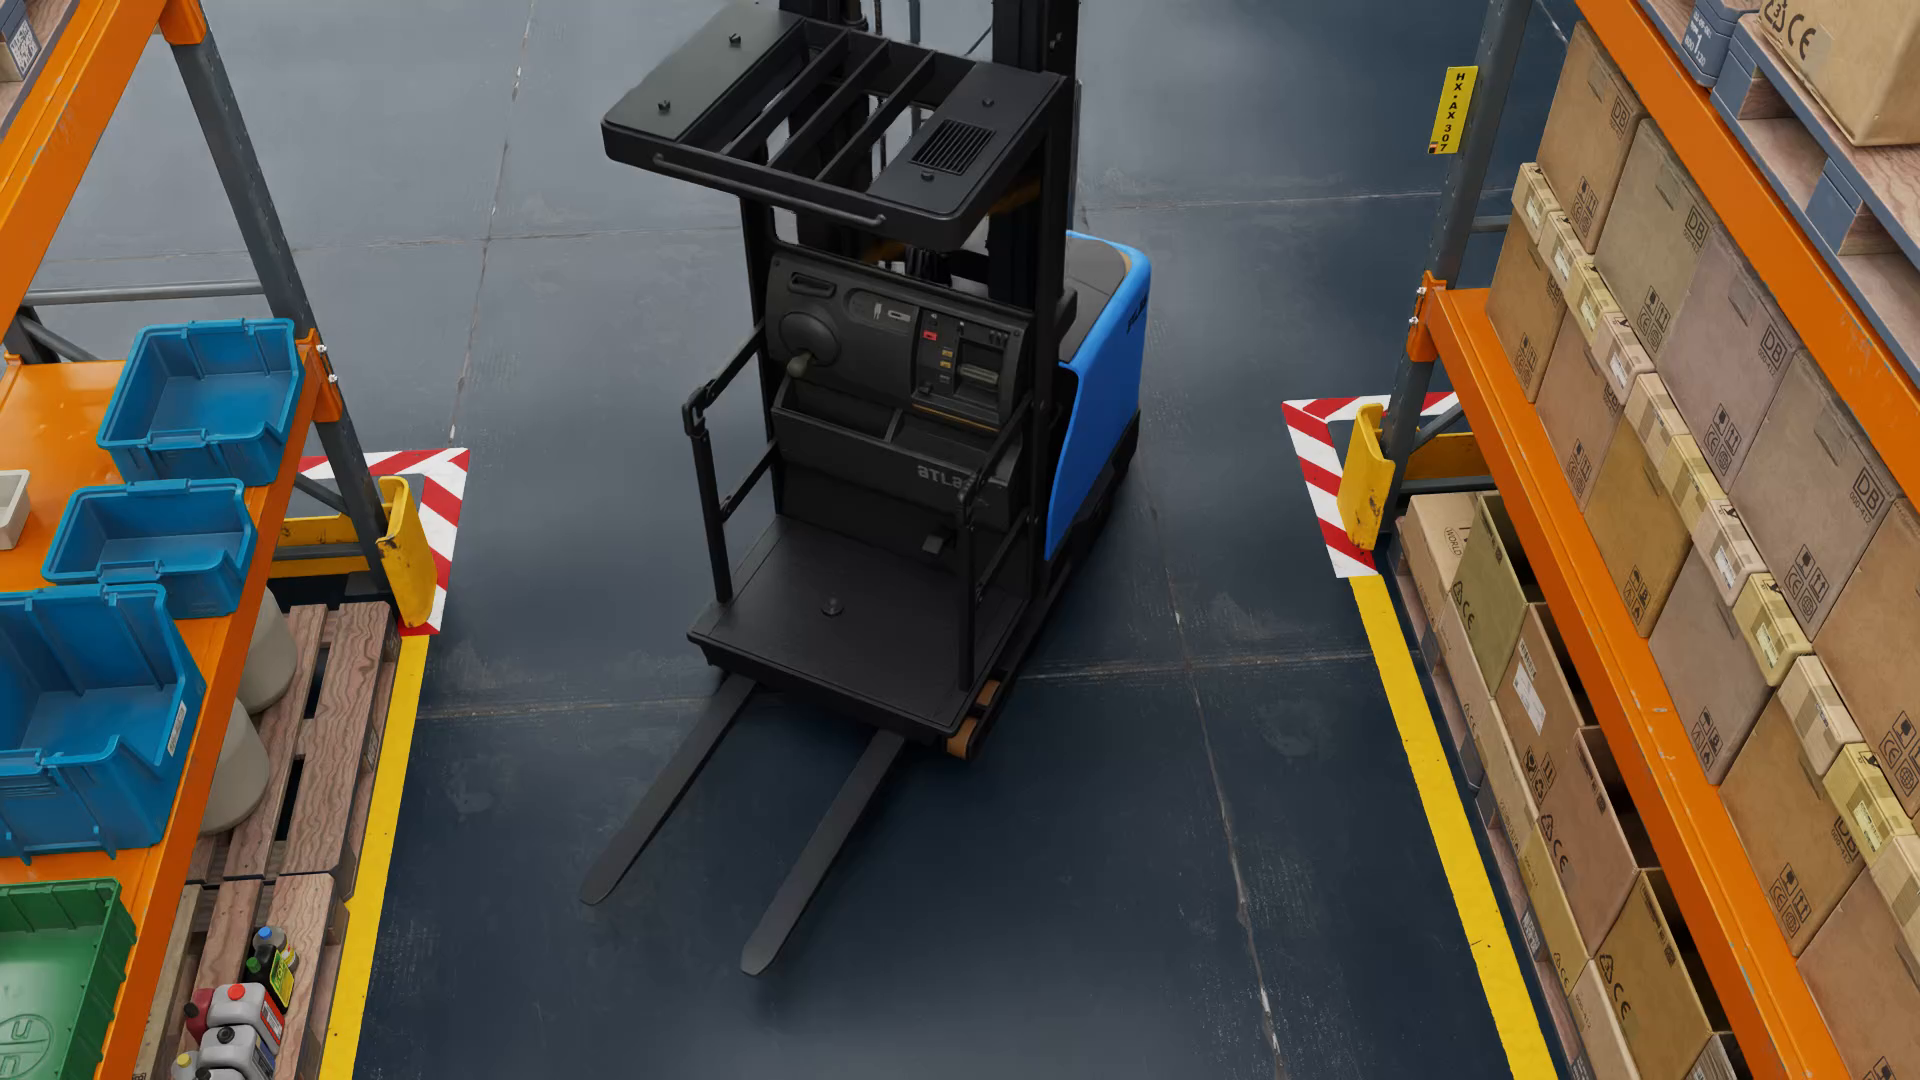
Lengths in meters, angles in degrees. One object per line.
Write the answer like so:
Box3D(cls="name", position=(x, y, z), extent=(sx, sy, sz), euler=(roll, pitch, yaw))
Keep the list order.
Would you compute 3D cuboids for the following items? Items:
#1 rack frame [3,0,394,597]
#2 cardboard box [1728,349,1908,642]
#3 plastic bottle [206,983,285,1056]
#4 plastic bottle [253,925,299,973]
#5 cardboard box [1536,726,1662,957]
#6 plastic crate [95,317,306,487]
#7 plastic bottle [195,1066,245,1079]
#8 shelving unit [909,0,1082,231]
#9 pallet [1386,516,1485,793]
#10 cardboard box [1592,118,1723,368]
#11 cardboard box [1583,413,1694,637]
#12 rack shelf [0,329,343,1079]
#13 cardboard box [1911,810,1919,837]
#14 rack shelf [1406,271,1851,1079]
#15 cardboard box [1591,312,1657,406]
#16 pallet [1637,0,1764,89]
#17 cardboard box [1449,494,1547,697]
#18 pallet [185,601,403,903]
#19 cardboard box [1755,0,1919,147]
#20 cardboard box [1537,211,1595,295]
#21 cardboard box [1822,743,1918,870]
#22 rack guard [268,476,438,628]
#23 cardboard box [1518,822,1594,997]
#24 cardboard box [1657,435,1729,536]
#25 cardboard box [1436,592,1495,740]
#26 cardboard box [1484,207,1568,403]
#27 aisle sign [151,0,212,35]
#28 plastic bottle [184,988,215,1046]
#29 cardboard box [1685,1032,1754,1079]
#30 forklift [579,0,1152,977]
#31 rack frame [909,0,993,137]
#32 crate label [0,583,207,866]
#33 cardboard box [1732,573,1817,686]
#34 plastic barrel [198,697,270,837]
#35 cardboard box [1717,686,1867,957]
Box3D(cls="rack frame", position=(-2.748, -0.830, 5.606), extent=(1.000, 3.000, 0.127), euler=(-3, 47, -3))
Box3D(cls="cardboard box", position=(2.353, -0.125, 3.976), extent=(0.700, 0.500, 0.500), euler=(-3, 47, -3))
Box3D(cls="plastic bottle", position=(-2.164, 1.442, 5.028), extent=(0.152, 0.276, 0.135), euler=(-3, 47, -3))
Box3D(cls="plastic bottle", position=(-2.158, 1.283, 5.230), extent=(0.097, 0.201, 0.097), euler=(0, 47, 0))
Box3D(cls="cardboard box", position=(2.134, 0.902, 5.054), extent=(0.500, 0.500, 0.500), euler=(-3, 47, -3))
Box3D(cls="plastic crate", position=(-2.408, -0.435, 5.335), extent=(0.499, 0.251, 0.616), euler=(-3, 47, -3))
Box3D(cls="plastic bottle", position=(-2.134, 1.636, 4.793), extent=(0.144, 0.351, 0.185), euler=(-2, 47, -2))
Box3D(cls="shelving unit", position=(0.127, -1.608, 7.377), extent=(0.538, 1.500, 1.048), euler=(-9, 47, -8))
Box3D(cls="pallet", position=(2.294, 0.381, 6.380), extent=(1.003, 0.211, 1.213), euler=(-3, 47, -3))
Box3D(cls="cardboard box", position=(2.268, -0.852, 4.665), extent=(0.700, 0.500, 0.500), euler=(-5, 47, -4))
Box3D(cls="cardboard box", position=(2.299, -0.085, 4.832), extent=(0.700, 0.500, 0.500), euler=(-3, 47, -3))
Box3D(cls="rack shelf", position=(-2.581, 0.865, 4.497), extent=(1.077, 0.370, 4.000), euler=(-3, 47, -3))
Box3D(cls="cardboard box", position=(2.436, 0.599, 3.291), extent=(0.700, 0.500, 0.500), euler=(-4, 47, -3))
Box3D(cls="rack shelf", position=(2.356, 0.566, 4.780), extent=(1.077, 0.370, 4.000), euler=(-3, 47, -3))
Box3D(cls="cardboard box", position=(2.070, -0.535, 4.811), extent=(0.380, 0.149, 0.250), euler=(-4, 47, -4))
Box3D(cls="pallet", position=(2.222, -1.616, 4.346), extent=(1.003, 0.211, 1.213), euler=(-3, 47, -3))
Box3D(cls="cardboard box", position=(2.055, 0.178, 5.740), extent=(0.500, 0.500, 0.500), euler=(-3, 47, -3))
Box3D(cls="pallet", position=(-2.632, 0.769, 6.013), extent=(1.003, 0.211, 1.213), euler=(-3, 47, -3))
Box3D(cls="cardboard box", position=(2.055, -1.168, 3.407), extent=(0.500, 0.500, 0.500), euler=(-3, 47, -3))
Box3D(cls="cardboard box", position=(2.031, -0.898, 5.155), extent=(0.380, 0.149, 0.250), euler=(-5, 47, -4))
Box3D(cls="cardboard box", position=(2.203, 0.588, 3.748), extent=(0.380, 0.149, 0.250), euler=(-4, 47, -3))
Box3D(cls="rack guard", position=(-2.695, 0.082, 6.465), extent=(1.175, 0.500, 0.348), euler=(-3, 47, -3))
Box3D(cls="cardboard box", position=(2.135, 1.160, 5.327), extent=(0.500, 0.250, 0.500), euler=(-3, 47, -3))
Box3D(cls="cardboard box", position=(2.116, -0.157, 4.454), extent=(0.380, 0.149, 0.250), euler=(-4, 47, -4))
Box3D(cls="cardboard box", position=(2.057, 0.436, 6.012), extent=(0.500, 0.250, 0.500), euler=(-3, 47, -3))
Box3D(cls="cardboard box", position=(2.215, -0.824, 5.532), extent=(0.700, 0.500, 0.500), euler=(-3, 47, -3))
Box3D(cls="aisle sign", position=(-2.458, -1.794, 4.729), extent=(0.394, 0.787, 0.004), euler=(-3, 47, -3))
Box3D(cls="plastic bottle", position=(-2.270, 1.446, 5.019), extent=(0.061, 0.283, 0.133), euler=(-3, 47, -3))
Box3D(cls="cardboard box", position=(2.236, 1.624, 4.370), extent=(0.500, 0.500, 0.500), euler=(-3, 47, -3))
Box3D(cls="forklift", position=(-0.315, -0.569, 5.407), extent=(1.130, 2.935, 3.031), euler=(19, 49, 17))
Box3D(cls="rack frame", position=(0.025, -1.970, 7.719), extent=(0.500, 1.500, 0.032), euler=(-9, 47, -8))
Box3D(cls="crate label", position=(-2.324, 0.473, 4.348), extent=(0.502, 0.435, 0.616), euler=(-3, 47, -3))
Box3D(cls="cardboard box", position=(2.157, 0.214, 4.102), extent=(0.380, 0.149, 0.250), euler=(-2, 47, -2))
Box3D(cls="plastic barrel", position=(-2.575, 0.715, 5.567), extent=(0.421, 0.512, 0.421), euler=(0, 47, 0))
Box3D(cls="cardboard box", position=(2.391, 0.666, 4.121), extent=(0.700, 0.500, 0.500), euler=(-3, 47, -3))
